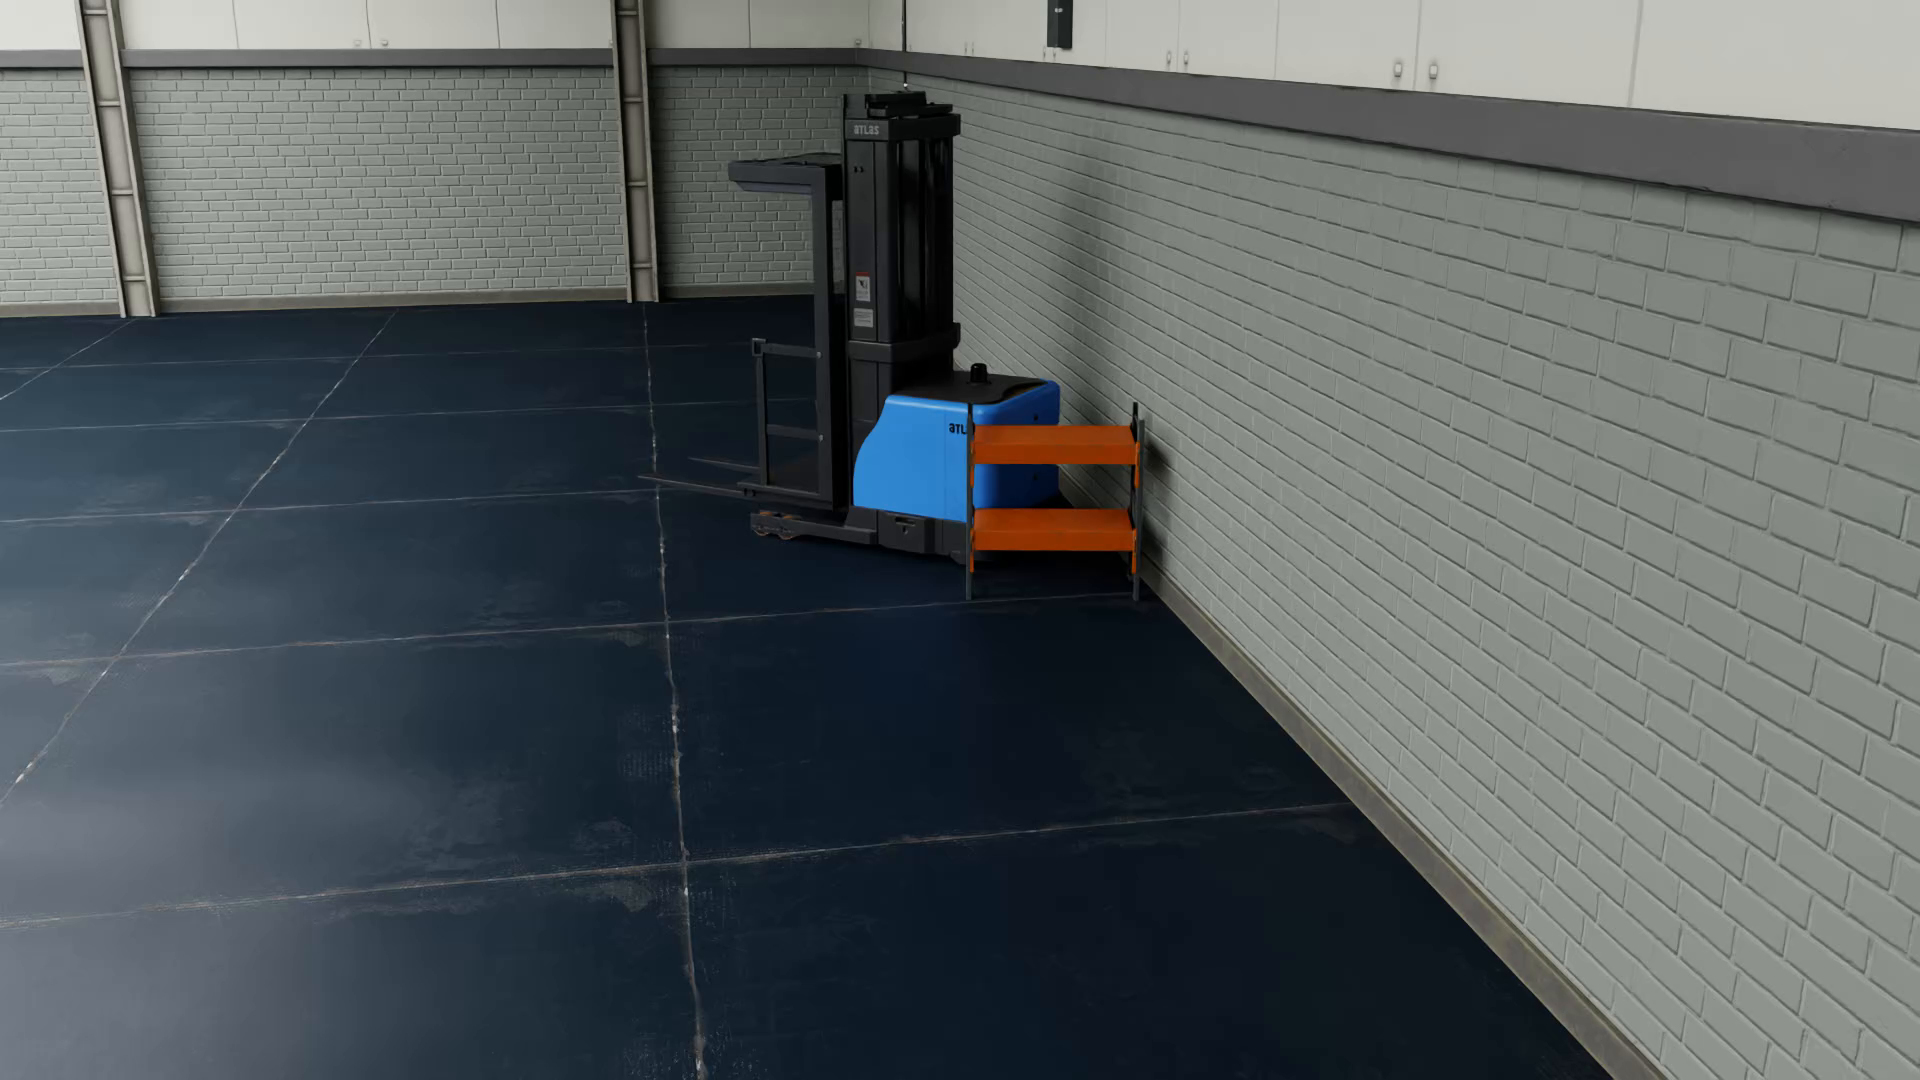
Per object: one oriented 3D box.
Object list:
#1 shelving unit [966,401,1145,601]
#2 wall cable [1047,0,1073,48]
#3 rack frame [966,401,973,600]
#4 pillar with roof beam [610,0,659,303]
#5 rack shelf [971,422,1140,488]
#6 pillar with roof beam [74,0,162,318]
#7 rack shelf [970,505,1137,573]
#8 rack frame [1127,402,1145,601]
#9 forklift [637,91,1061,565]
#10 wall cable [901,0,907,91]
[{"bbox_3d":[0.568,-0.243,10.186,1.048,1.125,0.538,0,17,1],"label":"shelving unit"},{"bbox_3d":[0.871,-6.043,9.867,0.169,6.003,2.305,-3,17,-10],"label":"wall cable"},{"bbox_3d":[0.059,-0.245,10.195,0.032,1.125,0.500,0,17,1],"label":"rack frame"},{"bbox_3d":[-3.241,-6.131,15.946,0.400,9.000,9.100,-3,17,-10],"label":"pillar with roof beam"},{"bbox_3d":[0.568,-0.523,10.100,1.000,0.278,0.538,0,17,1],"label":"rack shelf"},{"bbox_3d":[-9.132,-5.797,14.858,0.400,9.000,9.100,-3,17,-10],"label":"pillar with roof beam"},{"bbox_3d":[0.568,-0.009,10.258,1.000,0.278,0.538,0,17,1],"label":"rack shelf"},{"bbox_3d":[1.076,-0.240,10.178,0.032,1.125,0.500,0,17,1],"label":"rack frame"},{"bbox_3d":[-0.858,-1.527,11.291,3.031,2.935,1.130,9,19,27],"label":"forklift"},{"bbox_3d":[-0.914,-5.671,19.736,0.112,2.526,3.097,-3,17,-10],"label":"wall cable"}]
